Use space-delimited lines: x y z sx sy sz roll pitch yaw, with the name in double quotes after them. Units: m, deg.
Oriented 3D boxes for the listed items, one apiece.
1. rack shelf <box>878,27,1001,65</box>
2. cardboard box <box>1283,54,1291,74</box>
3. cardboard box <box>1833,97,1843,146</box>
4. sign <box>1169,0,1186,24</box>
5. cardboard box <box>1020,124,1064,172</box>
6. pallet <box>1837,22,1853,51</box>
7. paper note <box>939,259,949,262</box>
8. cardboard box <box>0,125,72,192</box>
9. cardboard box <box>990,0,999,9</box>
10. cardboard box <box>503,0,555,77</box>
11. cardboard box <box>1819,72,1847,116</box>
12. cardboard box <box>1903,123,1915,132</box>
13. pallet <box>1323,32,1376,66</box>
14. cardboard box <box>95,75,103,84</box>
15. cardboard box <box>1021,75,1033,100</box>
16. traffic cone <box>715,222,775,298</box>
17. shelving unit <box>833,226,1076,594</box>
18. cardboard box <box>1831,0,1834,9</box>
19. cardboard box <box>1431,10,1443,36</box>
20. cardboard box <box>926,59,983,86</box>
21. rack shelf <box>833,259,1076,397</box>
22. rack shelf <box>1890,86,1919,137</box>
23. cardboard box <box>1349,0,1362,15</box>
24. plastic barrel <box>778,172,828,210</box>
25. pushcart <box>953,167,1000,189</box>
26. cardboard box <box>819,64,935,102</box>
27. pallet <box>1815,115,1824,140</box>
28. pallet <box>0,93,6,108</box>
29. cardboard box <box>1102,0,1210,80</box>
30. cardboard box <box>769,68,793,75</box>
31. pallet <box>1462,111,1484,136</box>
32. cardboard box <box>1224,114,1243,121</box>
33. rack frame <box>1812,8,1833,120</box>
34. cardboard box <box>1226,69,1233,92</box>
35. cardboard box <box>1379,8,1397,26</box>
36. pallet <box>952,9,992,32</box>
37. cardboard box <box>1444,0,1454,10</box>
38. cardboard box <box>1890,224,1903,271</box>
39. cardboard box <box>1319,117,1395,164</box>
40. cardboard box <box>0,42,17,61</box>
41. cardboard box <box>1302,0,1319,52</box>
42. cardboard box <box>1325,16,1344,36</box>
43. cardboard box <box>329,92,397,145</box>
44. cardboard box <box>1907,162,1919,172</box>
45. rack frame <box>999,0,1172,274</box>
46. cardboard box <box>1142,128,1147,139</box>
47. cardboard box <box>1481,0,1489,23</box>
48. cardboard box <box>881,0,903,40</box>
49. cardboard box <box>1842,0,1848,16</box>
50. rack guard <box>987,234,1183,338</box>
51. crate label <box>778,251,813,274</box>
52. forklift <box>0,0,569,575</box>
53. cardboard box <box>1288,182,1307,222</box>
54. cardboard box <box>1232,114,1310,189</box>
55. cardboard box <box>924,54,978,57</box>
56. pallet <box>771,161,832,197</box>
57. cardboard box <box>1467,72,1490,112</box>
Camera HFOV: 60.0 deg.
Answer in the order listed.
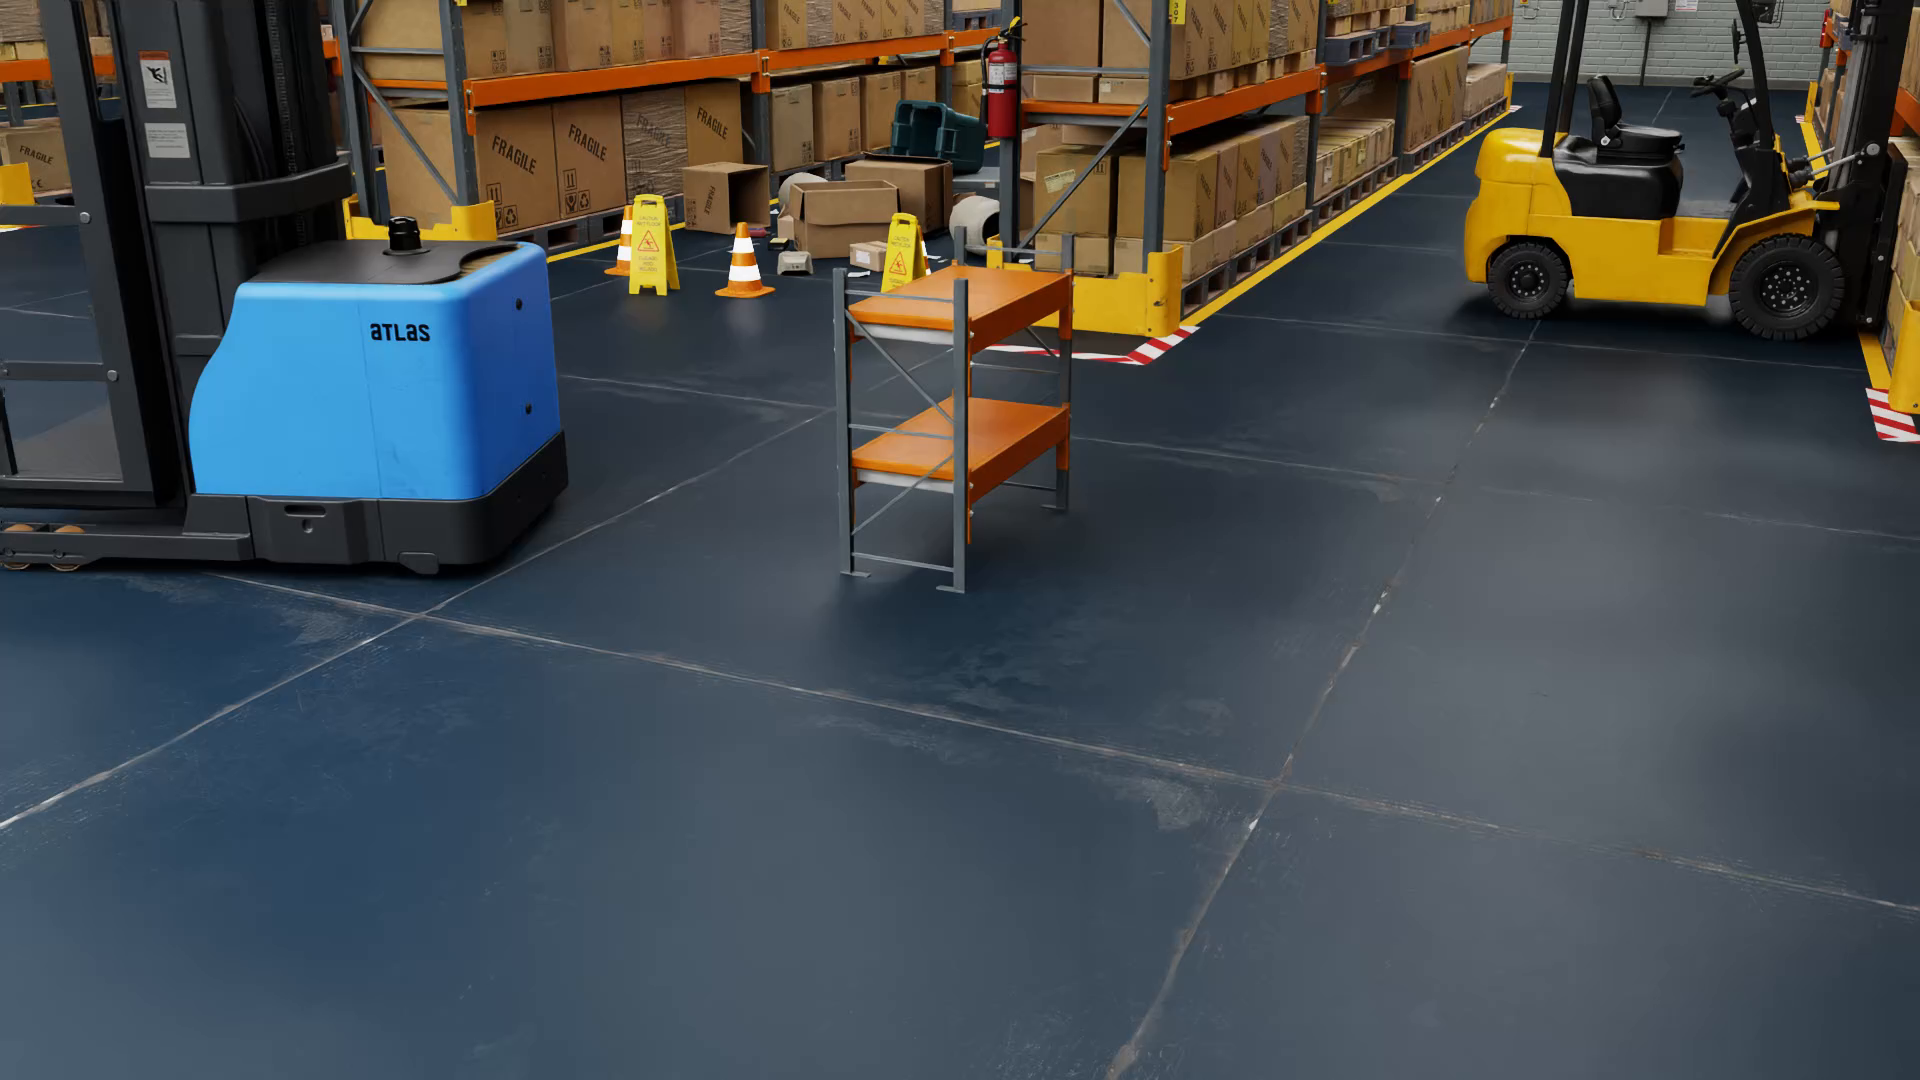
0.254 -6.079 20.159 1.077 0.370 4.000 9 21 23 "rack shelf"
2.227 -3.531 12.295 0.380 0.149 0.250 9 21 23 "cardboard box"
9.339 -4.288 17.154 0.500 0.500 0.500 8 21 21 "cardboard box"
1.211 -3.046 9.266 0.100 0.325 0.005 9 21 23 "sign"
0.718 -3.350 14.011 0.500 0.500 0.500 9 21 23 "cardboard box"
8.736 -4.605 15.227 1.213 0.211 1.003 9 21 23 "pallet"
-0.120 -2.054 12.230 0.032 0.001 0.123 9 21 23 "paper note"
-8.054 -3.281 14.322 0.500 0.500 0.500 13 23 33 "cardboard box"
0.238 -6.324 19.523 0.380 0.149 0.250 9 22 24 "cardboard box"
-3.525 -3.722 12.235 0.875 0.550 0.550 9 21 23 "cardboard box"
11.076 -5.514 20.601 0.700 0.500 0.500 10 22 25 "cardboard box"
7.718 -2.962 13.238 0.875 0.625 0.625 8 21 20 "cardboard box"
2.800 -4.059 13.691 1.003 0.211 1.213 9 21 23 "pallet"
-13.429 -7.169 25.224 0.500 0.500 0.500 8 21 21 "cardboard box"
0.575 -5.476 20.493 0.500 0.500 0.500 8 21 22 "cardboard box"
-1.437 -1.874 11.048 0.336 0.463 0.334 9 21 23 "traffic cone"
0.003 -0.532 6.286 0.538 1.125 1.048 9 21 23 "shelving unit"
11.160 -6.737 20.717 0.500 0.250 0.500 9 21 23 "cardboard box"
4.836 -5.522 17.742 0.500 0.250 0.500 9 22 24 "cardboard box"
-0.062 -5.358 19.042 0.500 0.250 0.500 8 21 20 "cardboard box"
0.003 -0.808 6.188 0.538 0.278 1.000 9 21 23 "rack shelf"
6.065 -2.305 9.548 1.077 0.370 4.000 9 21 23 "rack shelf"
3.012 -4.578 13.644 0.500 0.500 0.500 9 21 23 "cardboard box"
-1.268 -2.813 13.746 0.421 0.421 0.512 -9 22 -24 "plastic barrel"
0.254 -2.998 14.334 1.648 0.377 0.936 1 20 4 "pushcart"
-0.897 -4.771 18.137 1.050 0.750 0.750 8 21 22 "cardboard box"
10.940 -4.971 20.133 1.003 0.211 1.213 9 21 23 "pallet"
-14.458 -6.318 23.920 1.003 0.211 1.213 9 21 23 "pallet"
1.163 -3.007 9.854 0.500 0.500 0.500 8 21 22 "cardboard box"
-3.068 -7.128 24.580 0.875 0.875 0.875 9 21 23 "cardboard box"
6.013 -5.289 21.026 1.003 0.211 1.213 9 21 23 "pallet"
1.866 -3.048 12.920 0.500 0.500 0.500 10 22 25 "cardboard box"
11.798 -6.924 21.461 1.000 3.000 0.127 9 21 23 "rack frame"
1.538 -2.974 10.729 0.380 0.149 0.250 9 22 24 "cardboard box"
3.756 -4.768 15.148 0.380 0.149 0.250 9 21 24 "cardboard box"
-0.371 -5.949 19.005 1.213 0.211 1.003 9 21 23 "pallet"
5.073 -5.906 18.077 0.500 0.250 0.500 9 21 24 "cardboard box"
5.568 -1.675 9.432 0.500 0.250 0.500 8 21 21 "cardboard box"
3.752 -3.947 16.385 0.950 0.372 0.625 7 21 19 "cardboard box"
-7.991 -4.009 13.639 0.380 0.149 0.250 9 21 23 "cardboard box"
2.399 -3.953 12.514 0.500 0.500 0.500 8 21 21 "cardboard box"
2.869 -4.141 13.383 0.380 0.149 0.250 9 21 23 "cardboard box"
-6.416 -4.510 17.746 0.700 0.500 0.500 7 21 19 "cardboard box"
5.766 -2.056 9.758 0.500 0.250 0.500 8 21 22 "cardboard box"
0.716 -2.713 9.620 1.000 3.000 0.127 9 21 23 "rack frame"
1.111 -2.833 11.347 0.380 0.149 0.250 10 22 25 "cardboard box"
6.271 -6.689 20.651 0.500 0.500 0.500 9 21 23 "cardboard box"
-0.915 -5.374 16.954 0.500 0.500 0.500 8 21 22 "cardboard box"
9.546 -5.671 17.161 0.700 0.500 0.500 9 21 23 "cardboard box"
0.747 -1.558 10.104 1.175 0.500 0.348 9 21 23 "rack guard"
-1.171 -1.970 11.803 0.250 0.136 0.298 -2 20 -5 "crate label"
-3.167 -1.439 6.140 3.031 2.935 1.130 2 20 5 "forklift"
2.357 -2.620 12.837 0.500 0.250 0.500 10 22 25 "cardboard box"
2.357 -2.973 12.711 0.500 0.500 0.500 8 21 22 "cardboard box"
-0.105 -5.734 20.100 0.500 0.250 0.500 9 22 24 "cardboard box"
-1.956 -3.516 16.041 1.003 0.211 1.213 9 21 23 "pallet"
6.351 -5.823 21.562 0.875 0.438 0.875 8 21 21 "cardboard box"
